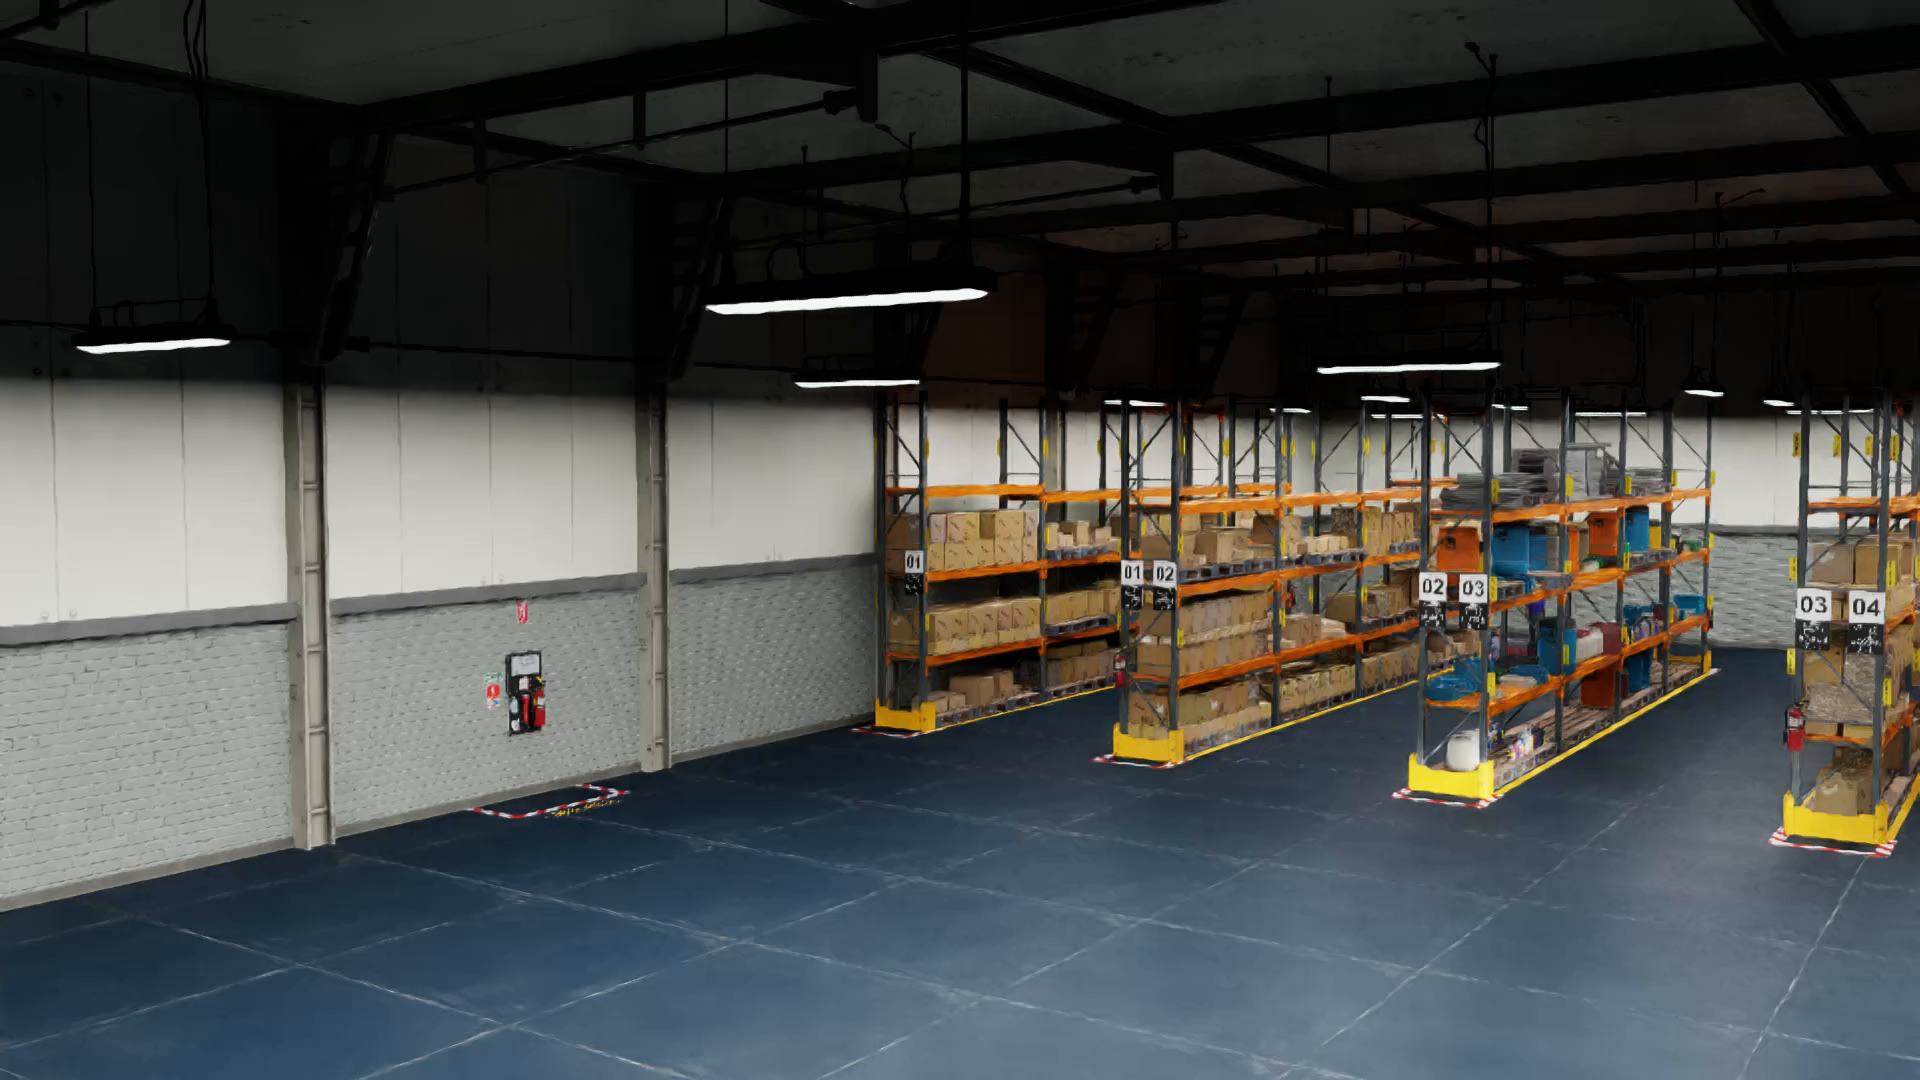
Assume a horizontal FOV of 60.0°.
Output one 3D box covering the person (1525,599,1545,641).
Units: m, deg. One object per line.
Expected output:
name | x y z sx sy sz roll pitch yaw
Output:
person | 14.192 1.916 41.034 0.443 1.587 0.996 2 4 26

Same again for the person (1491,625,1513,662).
person | 10.523 2.466 32.267 0.478 1.464 1.083 2 4 32
